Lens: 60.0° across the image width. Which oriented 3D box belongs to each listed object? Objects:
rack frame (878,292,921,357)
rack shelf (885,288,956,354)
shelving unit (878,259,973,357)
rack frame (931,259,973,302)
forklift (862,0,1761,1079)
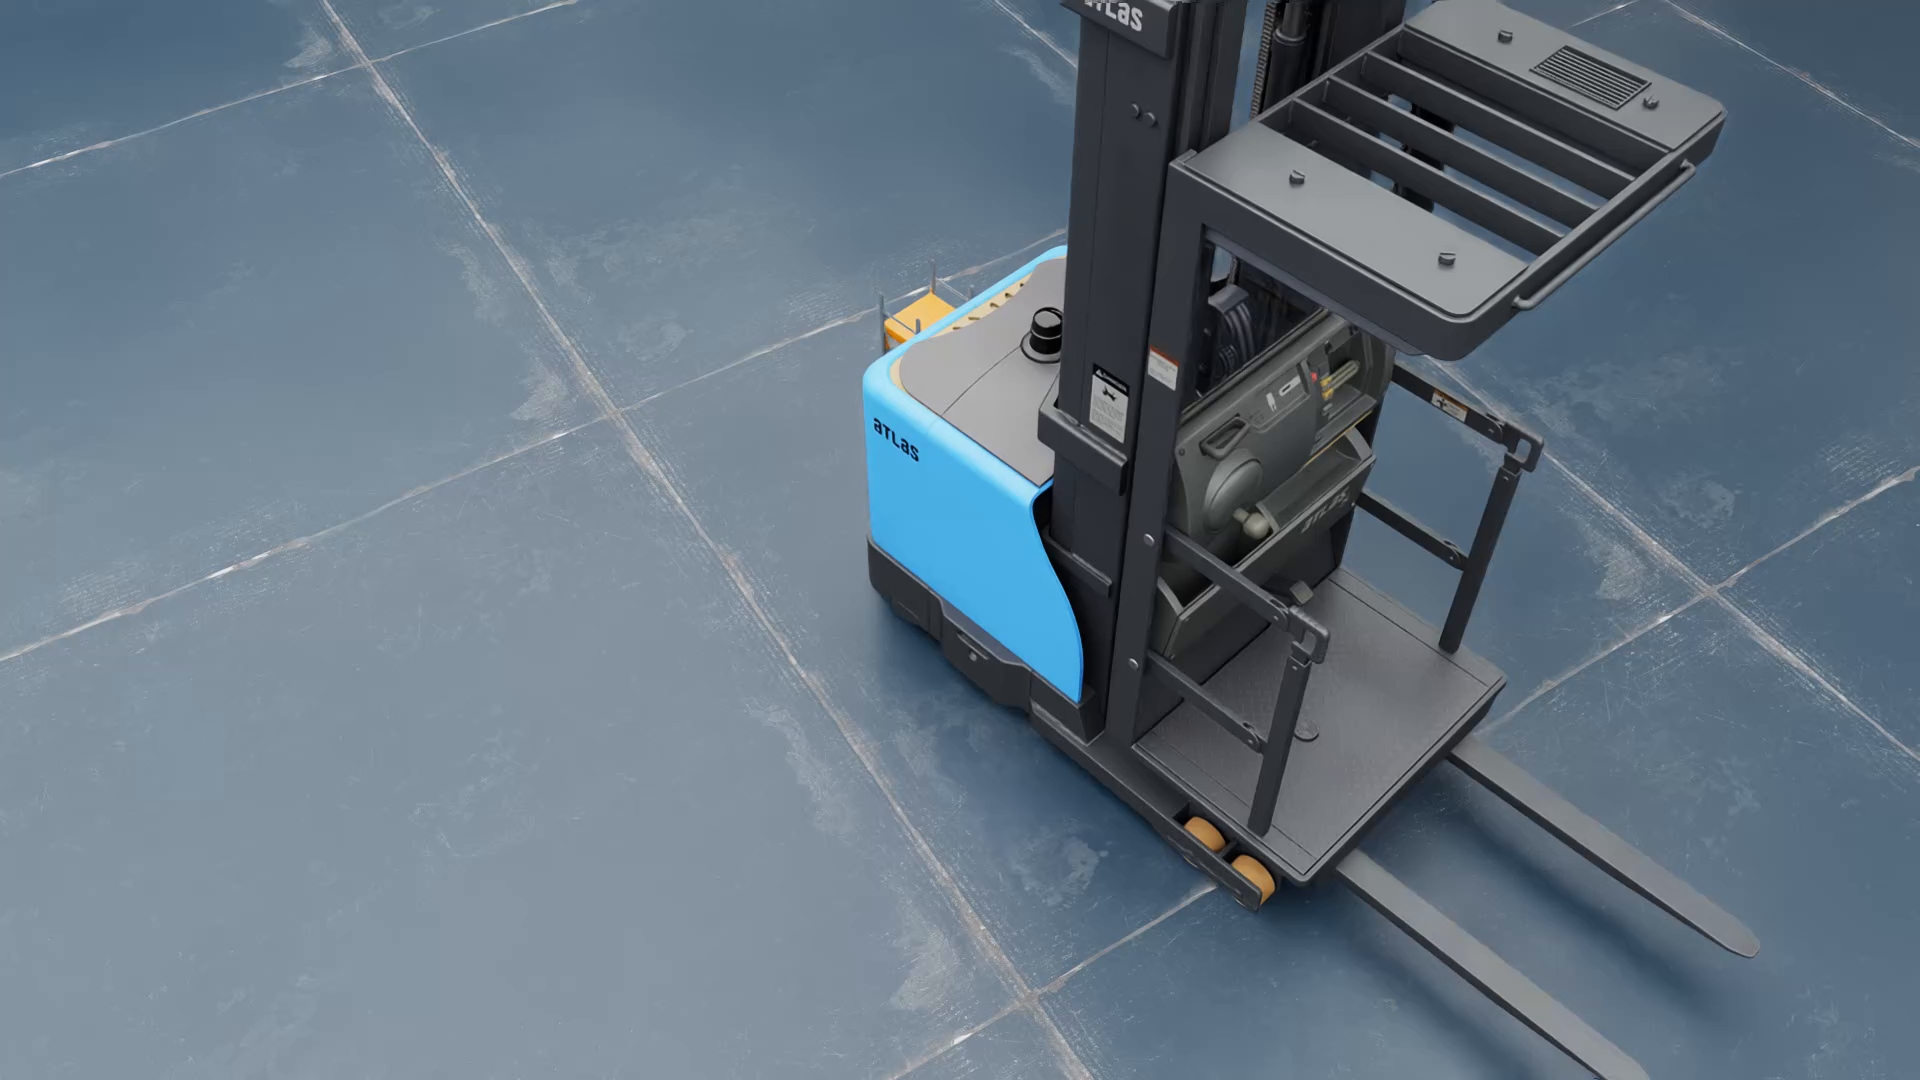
[{"bbox_3d":[-0.201,-0.430,5.930,0.008,1.050,0.200,-36,57,-28],"label":"rack frame"},{"bbox_3d":[-0.114,-0.676,5.783,0.240,0.259,0.215,-36,57,-28],"label":"rack shelf"},{"bbox_3d":[-0.114,-0.494,5.987,0.252,1.050,0.215,-36,57,-28],"label":"shelving unit"},{"bbox_3d":[-0.027,-0.558,6.043,0.008,1.050,0.200,-36,57,-28],"label":"rack frame"},{"bbox_3d":[1.061,-0.266,4.524,1.130,2.935,3.031,-36,58,-28],"label":"forklift"}]
